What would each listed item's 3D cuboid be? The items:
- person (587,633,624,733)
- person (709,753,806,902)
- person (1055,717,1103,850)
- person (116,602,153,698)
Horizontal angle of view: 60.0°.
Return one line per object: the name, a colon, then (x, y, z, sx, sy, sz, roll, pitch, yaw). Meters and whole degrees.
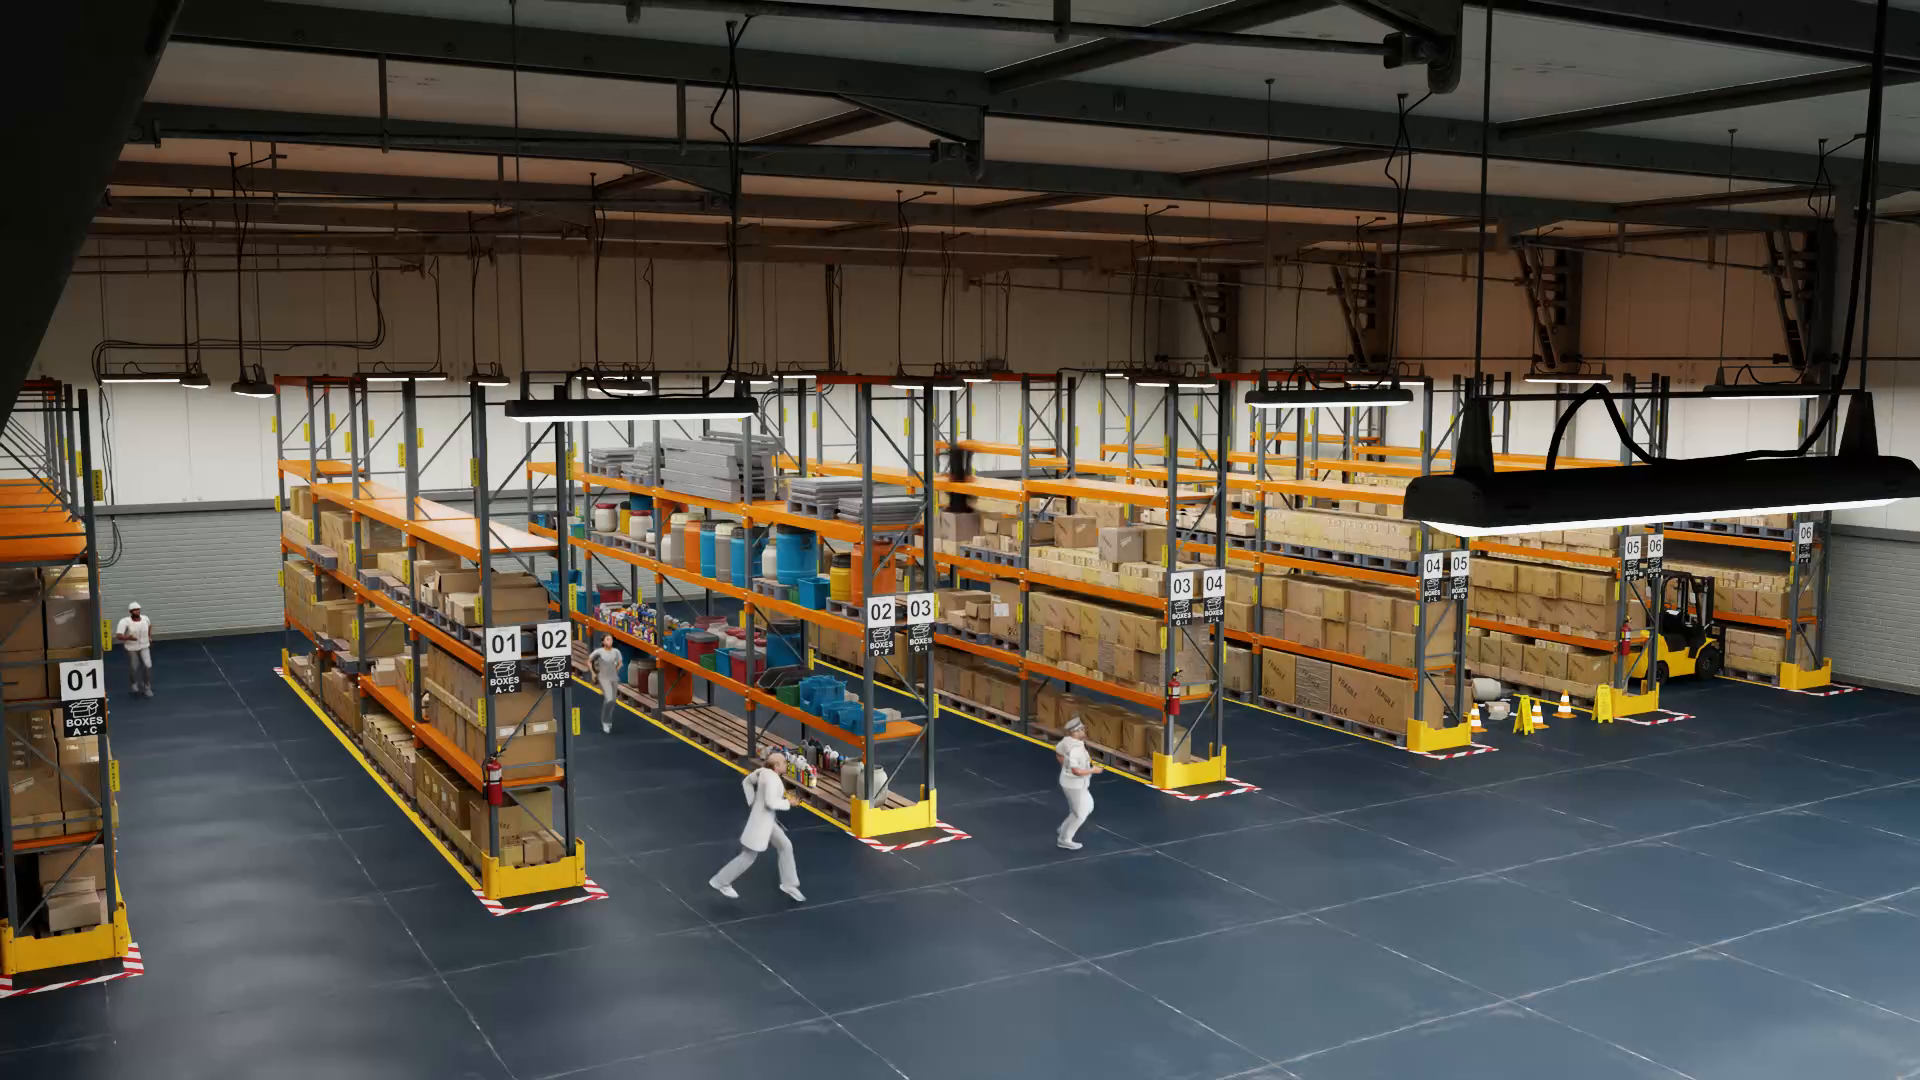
person: (-5.983, 2.415, 28.232, 0.555, 1.688, 0.703, -5, 8, -36)
person: (-2.354, 3.362, 19.286, 1.119, 1.798, 0.689, 0, 6, -4)
person: (1.542, 3.146, 21.385, 0.585, 1.765, 0.638, 0, 6, -4)
person: (-15.410, 2.057, 31.112, 0.673, 1.807, 0.757, -5, 8, -40)
